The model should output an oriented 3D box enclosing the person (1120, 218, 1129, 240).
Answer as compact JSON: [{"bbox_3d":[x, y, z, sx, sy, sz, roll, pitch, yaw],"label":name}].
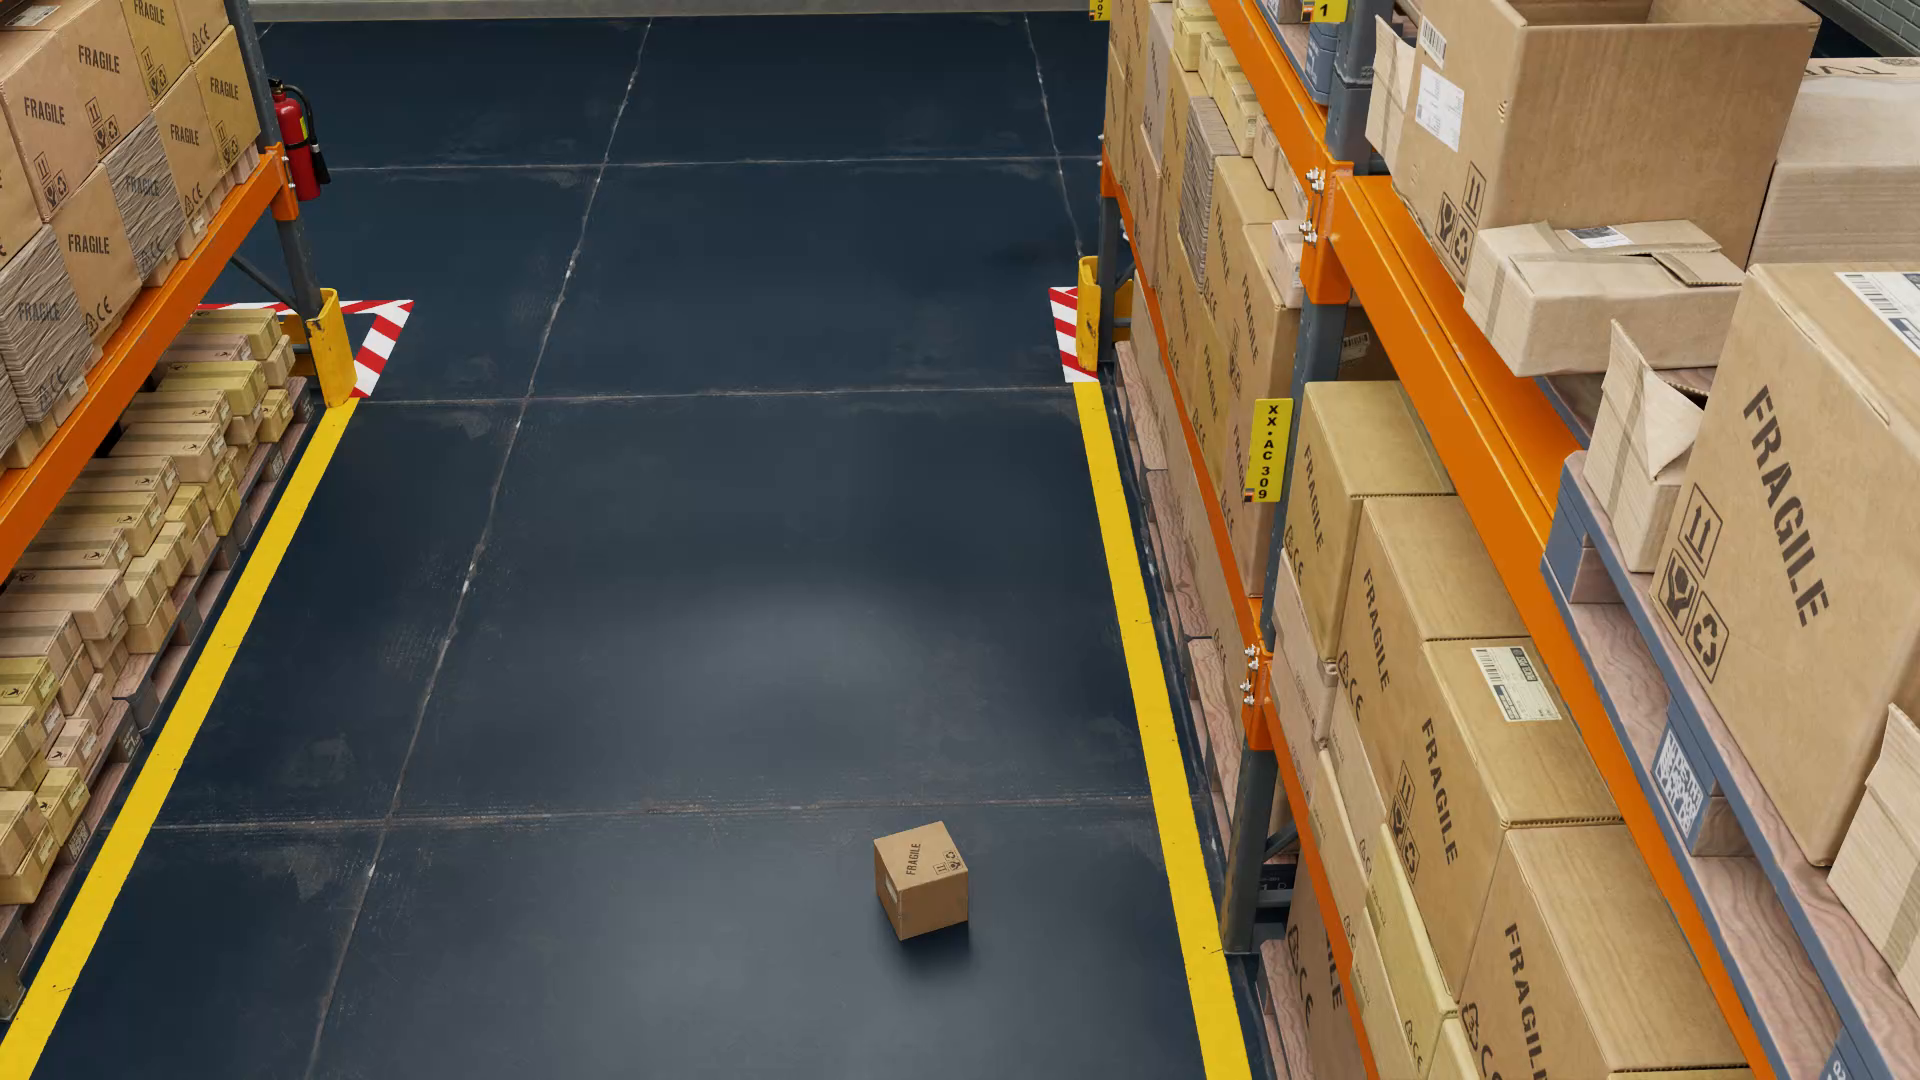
[{"bbox_3d":[1.181,-2.392,9.474,0.463,1.624,0.474,2,36,3],"label":"person"}]
